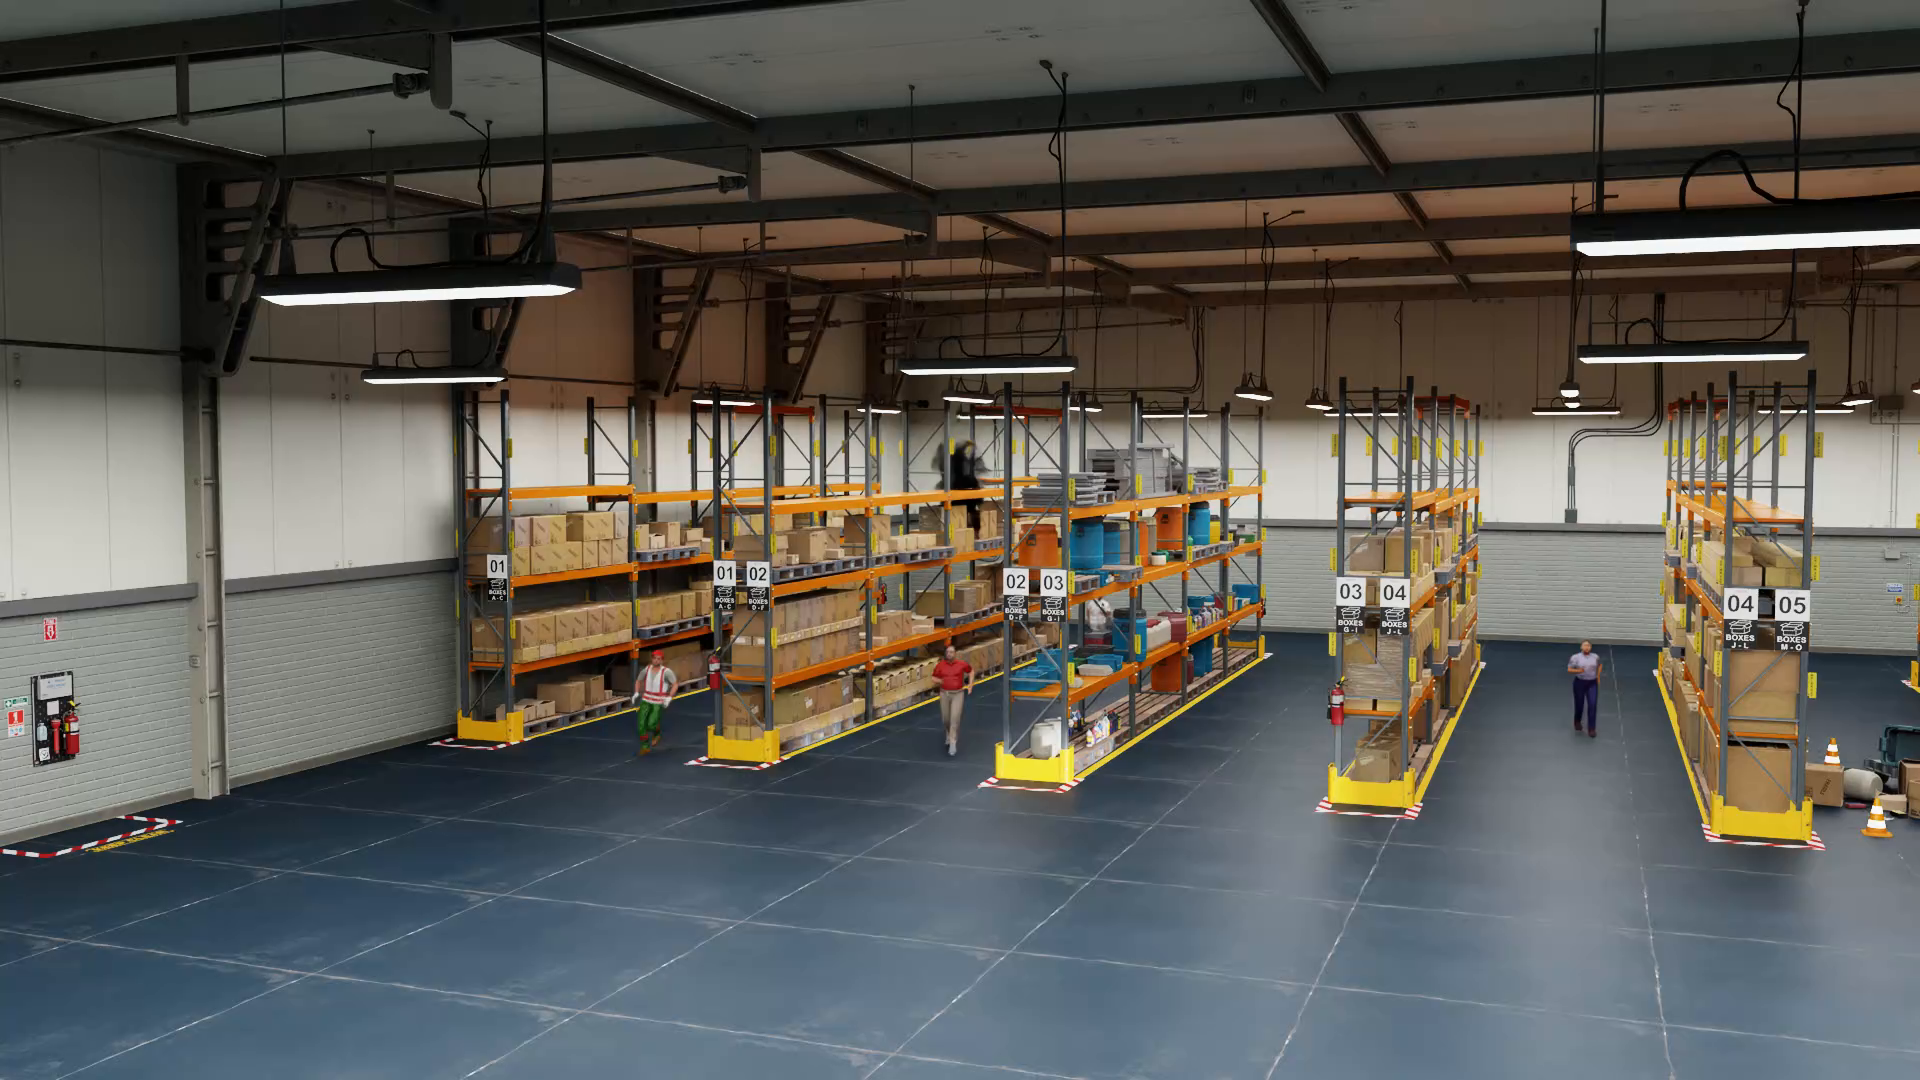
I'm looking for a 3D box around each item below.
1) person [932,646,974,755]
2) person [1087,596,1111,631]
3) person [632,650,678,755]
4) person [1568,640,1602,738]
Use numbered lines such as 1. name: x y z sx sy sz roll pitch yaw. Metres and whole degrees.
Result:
1. person: -0.141 2.614 27.517 0.671 1.708 1.036 1 3 11
2. person: 3.251 1.985 39.047 0.571 1.698 0.927 0 3 6
3. person: -4.996 2.654 27.192 0.714 1.732 0.562 1 3 15
4. person: 10.881 2.554 28.932 0.602 1.645 0.913 1 3 12
